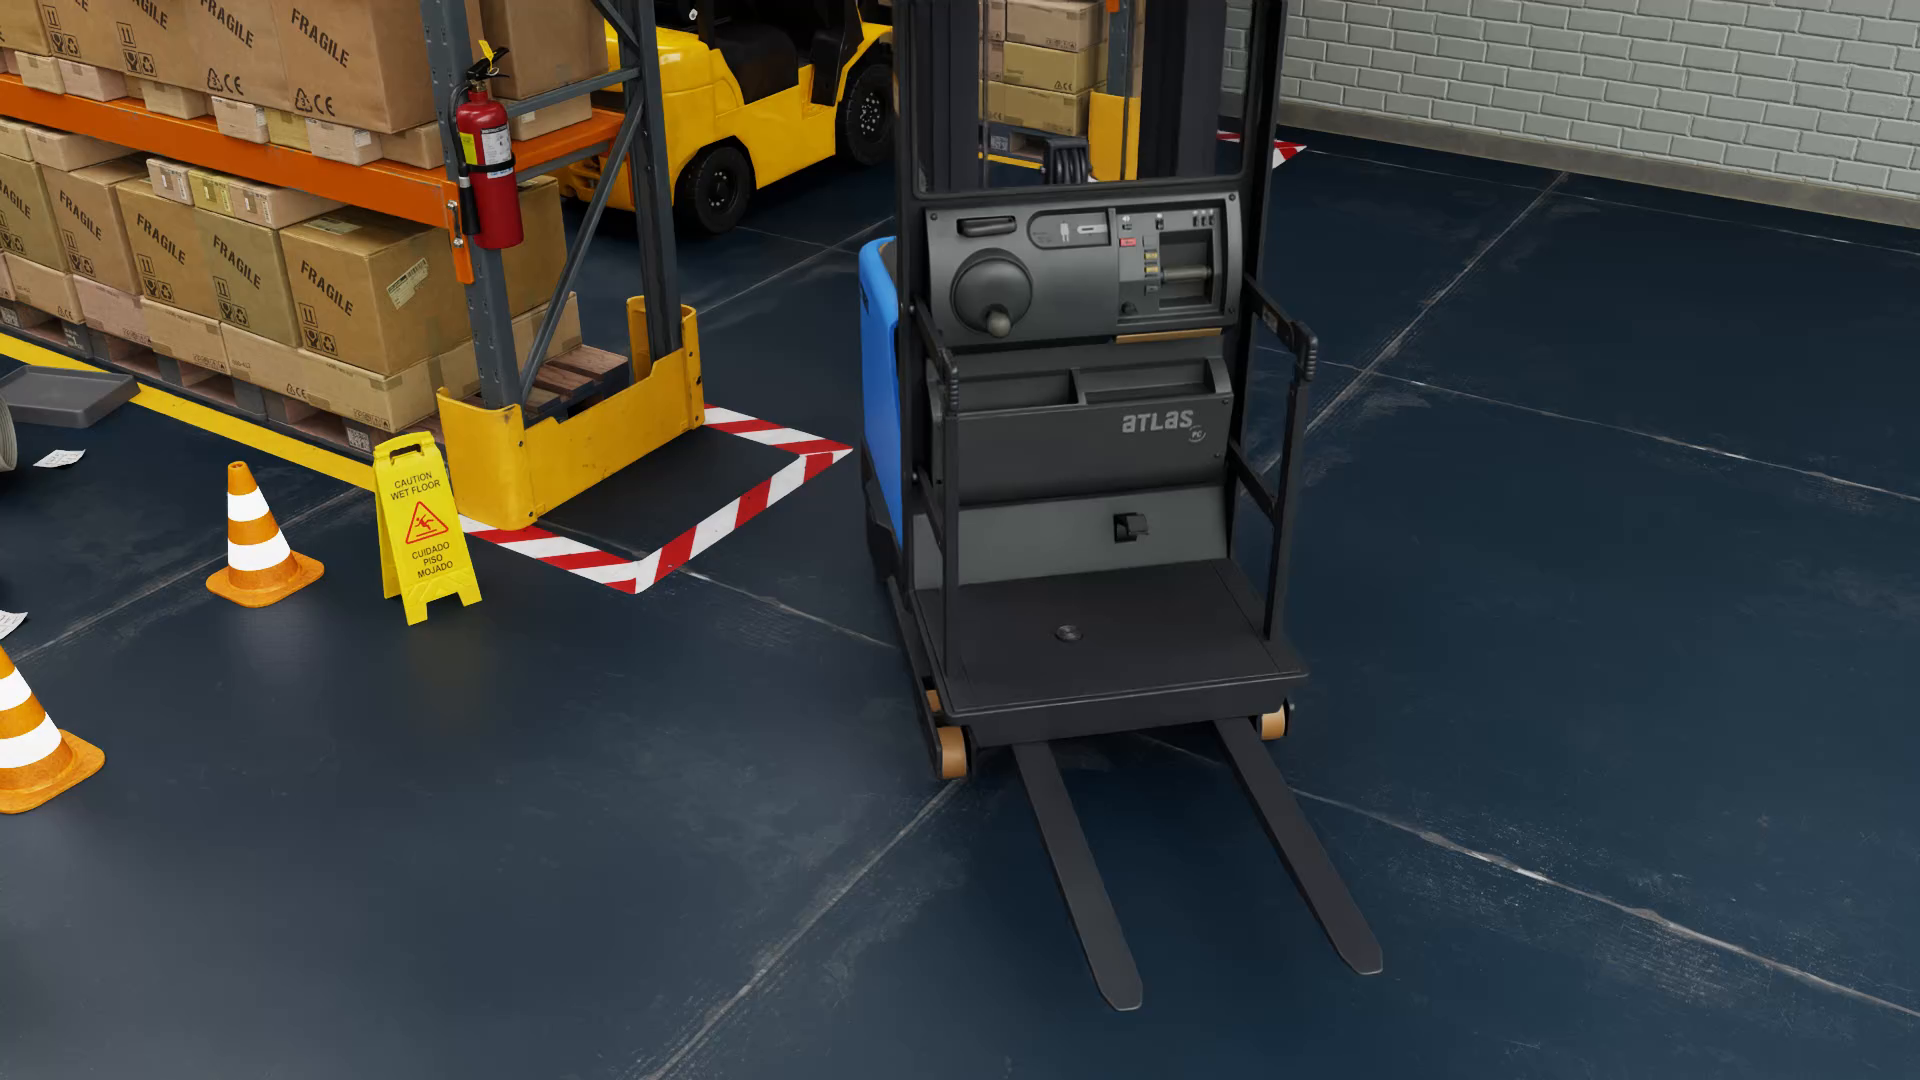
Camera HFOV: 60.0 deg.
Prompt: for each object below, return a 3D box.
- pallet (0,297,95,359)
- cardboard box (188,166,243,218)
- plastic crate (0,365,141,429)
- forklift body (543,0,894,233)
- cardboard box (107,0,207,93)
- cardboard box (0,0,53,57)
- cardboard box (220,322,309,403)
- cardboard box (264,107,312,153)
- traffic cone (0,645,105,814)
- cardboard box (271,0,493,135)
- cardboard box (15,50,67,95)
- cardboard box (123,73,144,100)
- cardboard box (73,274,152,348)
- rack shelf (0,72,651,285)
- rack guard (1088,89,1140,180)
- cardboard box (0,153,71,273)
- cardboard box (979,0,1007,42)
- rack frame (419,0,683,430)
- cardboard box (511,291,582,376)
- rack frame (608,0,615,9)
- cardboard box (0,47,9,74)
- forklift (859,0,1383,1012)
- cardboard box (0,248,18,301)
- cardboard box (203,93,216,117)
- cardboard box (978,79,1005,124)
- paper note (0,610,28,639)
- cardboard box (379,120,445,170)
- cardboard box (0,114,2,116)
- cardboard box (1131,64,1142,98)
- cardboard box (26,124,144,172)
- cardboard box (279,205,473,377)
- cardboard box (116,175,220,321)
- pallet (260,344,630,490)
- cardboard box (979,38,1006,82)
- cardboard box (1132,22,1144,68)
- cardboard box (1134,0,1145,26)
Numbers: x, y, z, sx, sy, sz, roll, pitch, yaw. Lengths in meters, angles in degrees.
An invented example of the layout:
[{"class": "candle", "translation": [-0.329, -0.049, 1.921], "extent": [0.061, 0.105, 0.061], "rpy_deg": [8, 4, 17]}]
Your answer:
[{"class": "pallet", "translation": [-4.259, -1.295, 8.261], "extent": [1.213, 0.211, 1.003], "rpy_deg": [18, 35, 27]}, {"class": "cardboard box", "translation": [-2.834, -1.433, 6.653], "extent": [0.250, 0.149, 0.380], "rpy_deg": [18, 35, 28]}, {"class": "plastic crate", "translation": [-3.953, -0.633, 7.256], "extent": [0.583, 0.080, 0.402], "rpy_deg": [6, 31, 10]}, {"class": "forklift body", "translation": [-1.399, -3.075, 9.387], "extent": [1.214, 2.155, 2.313], "rpy_deg": [18, 35, 27]}, {"class": "cardboard box", "translation": [-2.909, -2.064, 6.417], "extent": [0.500, 0.500, 0.500], "rpy_deg": [17, 34, 27]}, {"class": "cardboard box", "translation": [-3.767, -2.335, 6.881], "extent": [0.500, 0.500, 0.500], "rpy_deg": [17, 34, 27]}, {"class": "cardboard box", "translation": [-2.721, -0.831, 7.009], "extent": [0.500, 0.250, 0.500], "rpy_deg": [18, 35, 28]}, {"class": "cardboard box", "translation": [-2.369, -1.592, 6.251], "extent": [0.250, 0.149, 0.380], "rpy_deg": [17, 34, 27]}, {"class": "traffic cone", "translation": [-2.811, 0.503, 4.929], "extent": [0.334, 0.463, 0.336], "rpy_deg": [18, 35, 27]}, {"class": "cardboard box", "translation": [-2.065, -1.793, 5.951], "extent": [0.500, 0.500, 0.500], "rpy_deg": [17, 34, 26]}, {"class": "cardboard box", "translation": [-3.672, -1.988, 6.930], "extent": [0.250, 0.149, 0.380], "rpy_deg": [18, 35, 28]}, {"class": "cardboard box", "translation": [-3.174, -1.911, 6.799], "extent": [0.250, 0.149, 0.380], "rpy_deg": [18, 35, 27]}, {"class": "cardboard box", "translation": [-3.582, -1.106, 7.481], "extent": [0.500, 0.250, 0.500], "rpy_deg": [17, 34, 27]}, {"class": "rack shelf", "translation": [-3.153, -1.818, 7.104], "extent": [4.000, 0.370, 1.077], "rpy_deg": [18, 35, 27]}, {"class": "rack guard", "translation": [1.197, -2.626, 10.256], "extent": [0.348, 0.500, 1.175], "rpy_deg": [18, 35, 27]}, {"class": "cardboard box", "translation": [-4.031, -1.571, 7.533], "extent": [0.500, 0.500, 0.500], "rpy_deg": [19, 35, 29]}, {"class": "cardboard box", "translation": [0.185, -3.263, 10.186], "extent": [0.500, 0.250, 0.500], "rpy_deg": [18, 35, 28]}, {"class": "rack frame", "translation": [-1.459, -1.593, 6.004], "extent": [0.127, 3.000, 1.000], "rpy_deg": [18, 35, 27]}, {"class": "cardboard box", "translation": [-1.995, -0.921, 7.164], "extent": [0.500, 0.250, 0.500], "rpy_deg": [17, 34, 27]}, {"class": "rack frame", "translation": [-2.211, -4.784, 11.474], "extent": [0.127, 3.000, 1.000], "rpy_deg": [18, 35, 27]}, {"class": "cardboard box", "translation": [-4.077, -2.150, 7.208], "extent": [0.250, 0.149, 0.380], "rpy_deg": [19, 35, 29]}, {"class": "forklift", "translation": [0.406, -0.747, 4.621], "extent": [1.130, 2.935, 3.031], "rpy_deg": [-6, 31, -9]}, {"class": "cardboard box", "translation": [-4.491, -1.385, 7.959], "extent": [0.500, 0.250, 0.500], "rpy_deg": [16, 34, 25]}, {"class": "cardboard box", "translation": [-2.745, -1.776, 6.568], "extent": [0.250, 0.149, 0.380], "rpy_deg": [18, 35, 28]}, {"class": "cardboard box", "translation": [0.194, -2.835, 10.444], "extent": [0.500, 0.250, 0.500], "rpy_deg": [18, 35, 27]}, {"class": "paper note", "translation": [-3.318, 0.286, 5.730], "extent": [0.142, 0.019, 0.148], "rpy_deg": [6, 31, 10]}, {"class": "cardboard box", "translation": [-1.890, -1.493, 6.082], "extent": [0.250, 0.149, 0.380], "rpy_deg": [19, 35, 29]}, {"class": "cardboard box", "translation": [-4.417, -1.930, 7.506], "extent": [0.250, 0.149, 0.380], "rpy_deg": [18, 35, 28]}, {"class": "cardboard box", "translation": [0.864, -2.921, 10.593], "extent": [0.500, 0.250, 0.500], "rpy_deg": [18, 35, 28]}, {"class": "cardboard box", "translation": [-3.751, -1.722, 7.149], "extent": [0.250, 0.149, 0.380], "rpy_deg": [20, 36, 30]}, {"class": "cardboard box", "translation": [-2.276, -1.014, 6.579], "extent": [0.500, 0.500, 0.500], "rpy_deg": [18, 35, 28]}, {"class": "cardboard box", "translation": [-3.144, -1.291, 7.053], "extent": [0.500, 0.500, 0.500], "rpy_deg": [17, 34, 26]}, {"class": "pallet", "translation": [-2.193, -0.642, 7.140], "extent": [1.213, 0.211, 1.003], "rpy_deg": [18, 35, 27]}, {"class": "cardboard box", "translation": [0.179, -3.058, 10.331], "extent": [0.500, 0.250, 0.500], "rpy_deg": [17, 34, 27]}, {"class": "cardboard box", "translation": [0.889, -3.137, 10.466], "extent": [0.500, 0.250, 0.500], "rpy_deg": [18, 35, 28]}, {"class": "cardboard box", "translation": [0.870, -3.348, 10.331], "extent": [0.500, 0.250, 0.500], "rpy_deg": [17, 34, 27]}]
